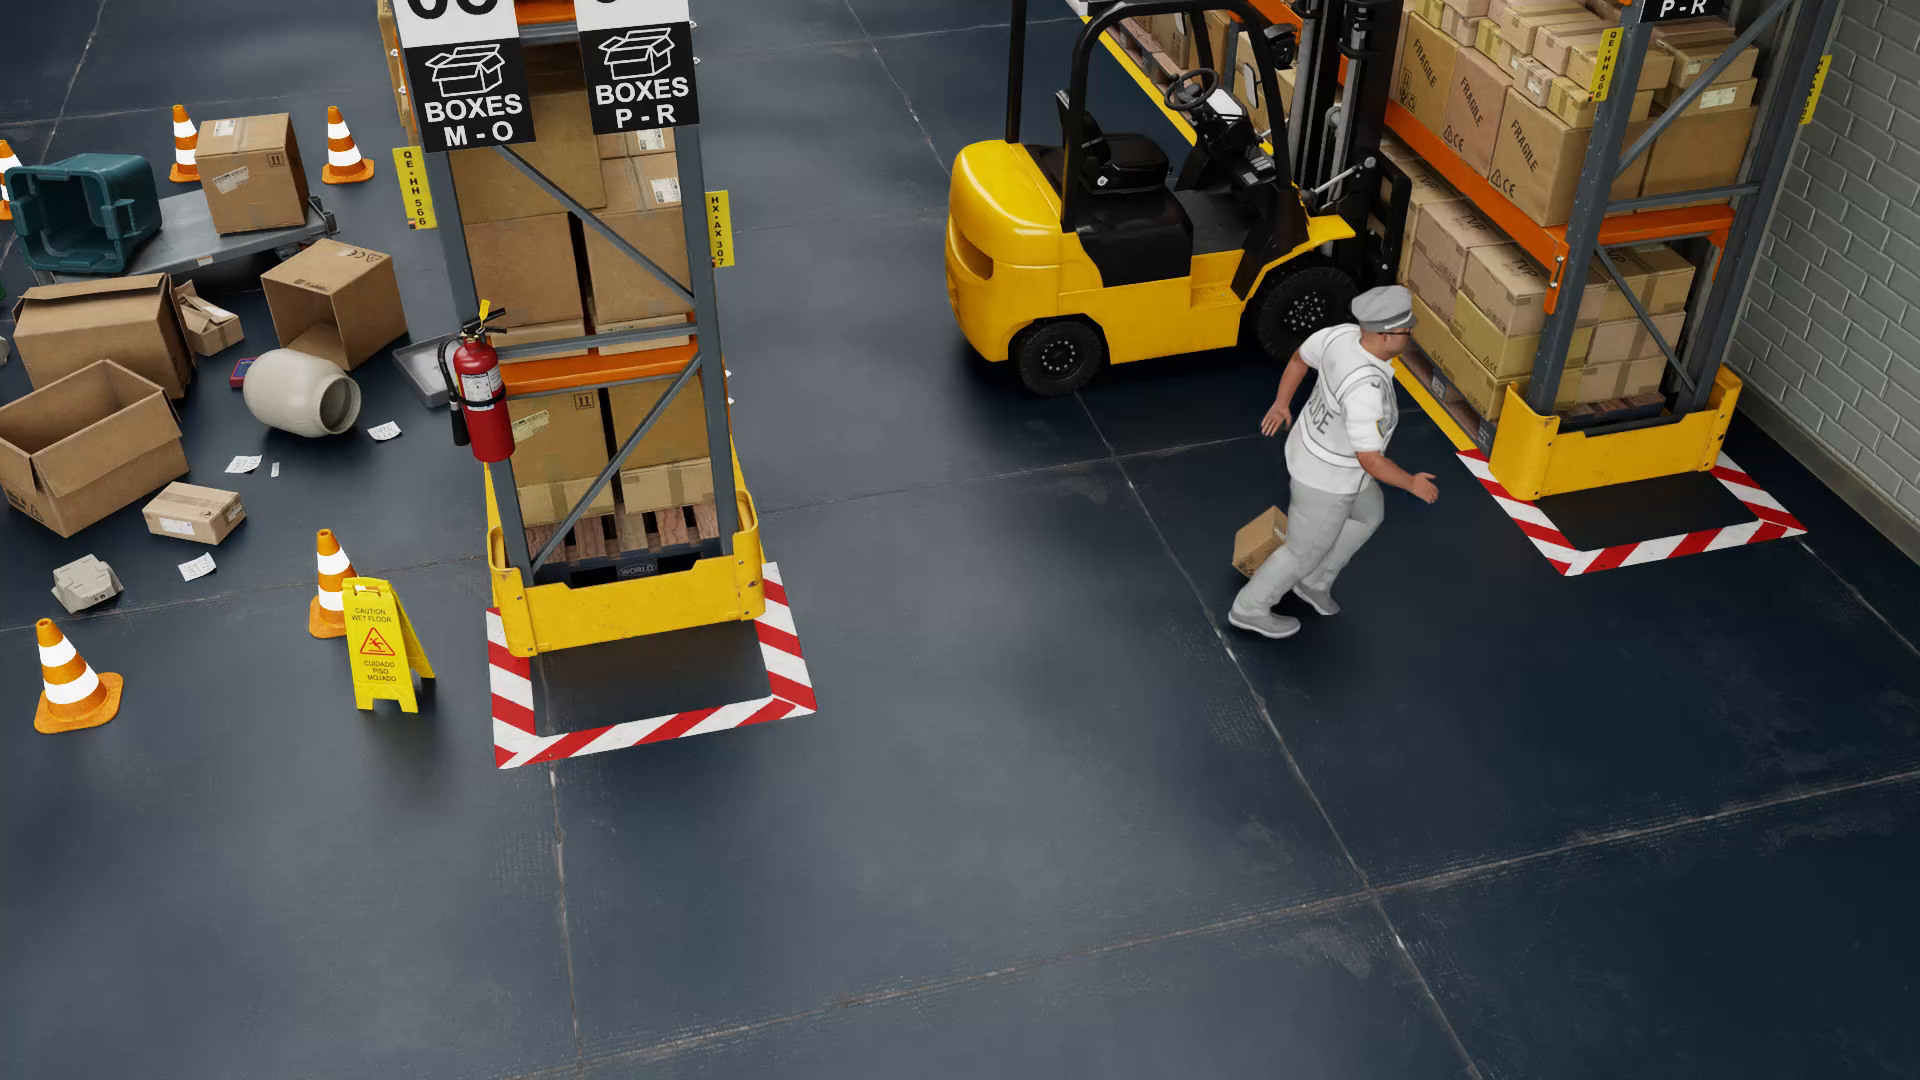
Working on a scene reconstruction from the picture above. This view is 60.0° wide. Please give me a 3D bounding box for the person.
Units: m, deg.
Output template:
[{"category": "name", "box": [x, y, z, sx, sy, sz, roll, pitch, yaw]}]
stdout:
[{"category": "person", "box": [1.624, -0.286, 7.138, 0.792, 1.799, 0.702, 3, 38, 4]}]
